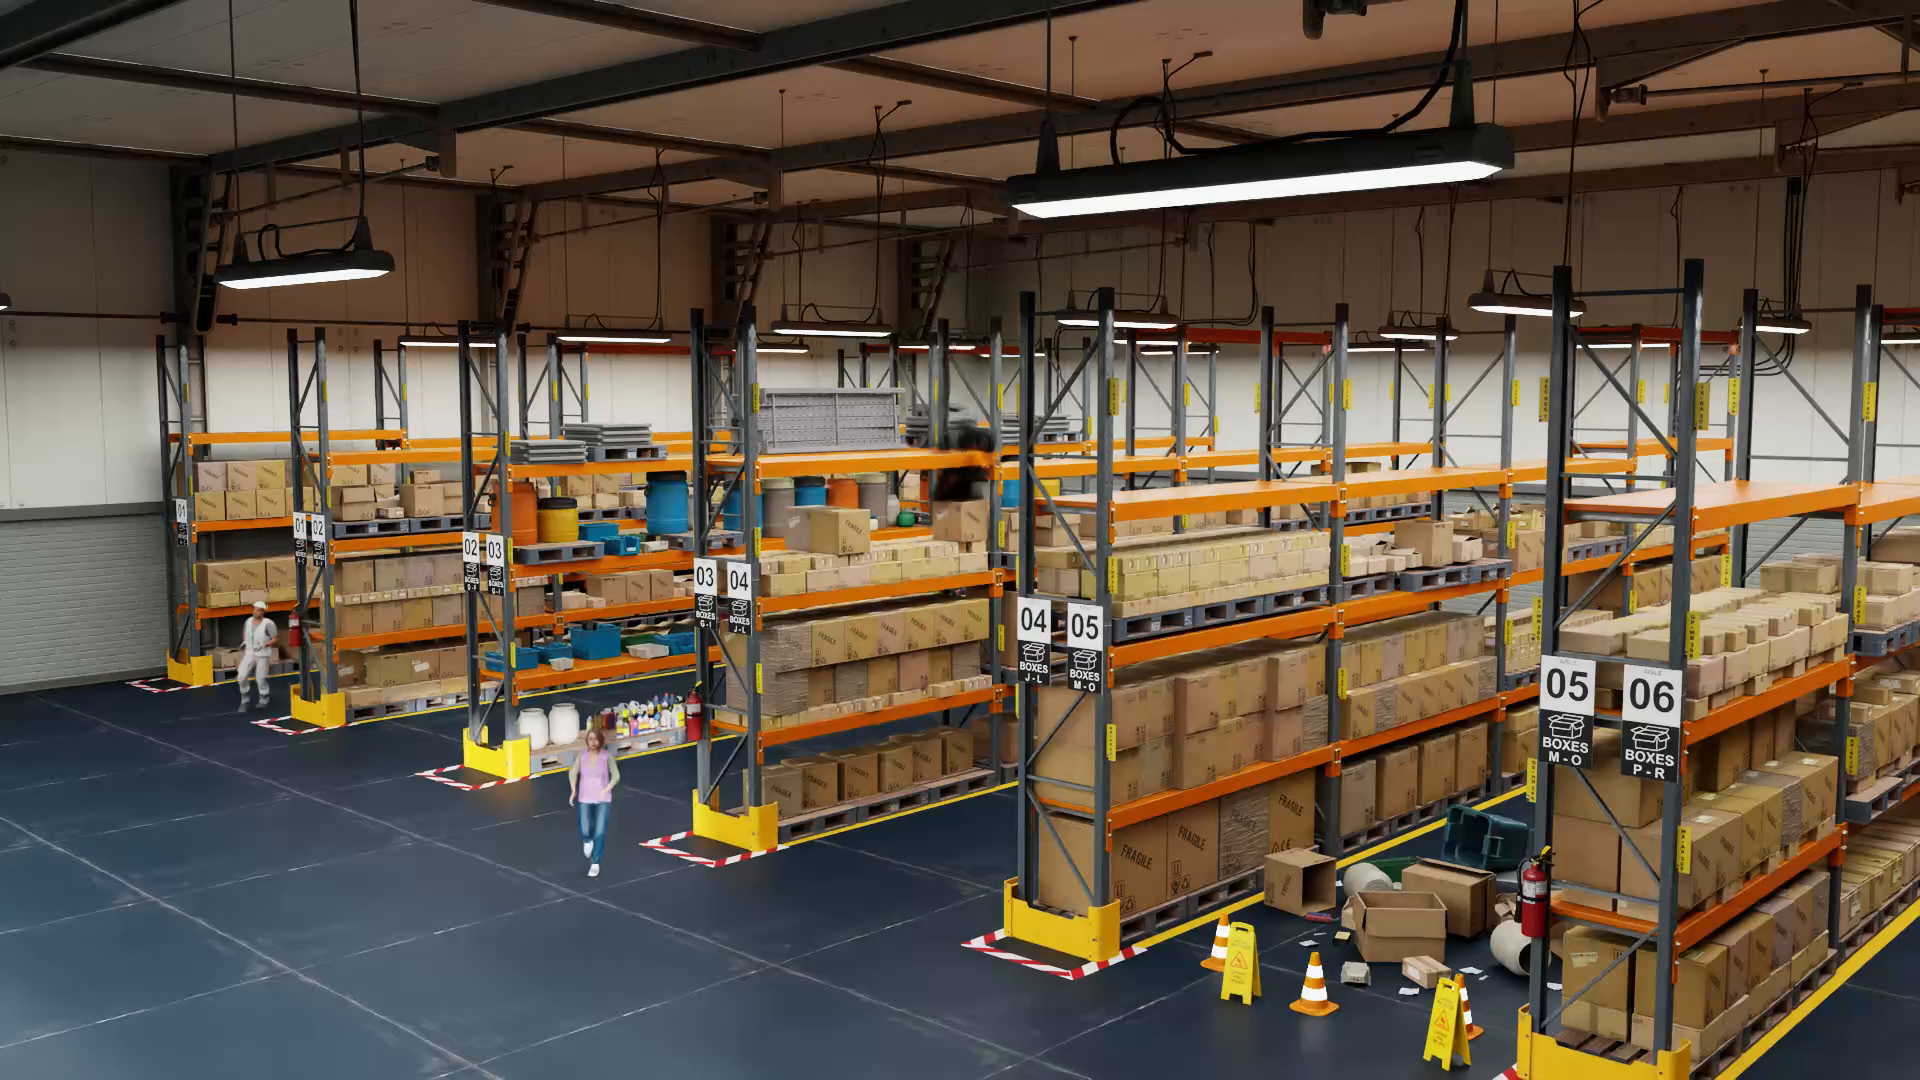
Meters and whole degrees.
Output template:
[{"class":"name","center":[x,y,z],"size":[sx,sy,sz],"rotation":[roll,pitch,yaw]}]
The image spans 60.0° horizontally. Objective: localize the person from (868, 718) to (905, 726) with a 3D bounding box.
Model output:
[{"class":"person","center":[-1.038,1.795,23.781],"size":[0.610,1.723,0.775],"rotation":[5,7,43]}]

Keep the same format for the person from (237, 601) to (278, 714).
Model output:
[{"class":"person","center":[-11.038,1.843,26.155],"size":[0.651,1.789,0.724],"rotation":[0,5,4]}]

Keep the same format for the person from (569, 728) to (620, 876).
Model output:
[{"class":"person","center":[-3.859,2.757,17.539],"size":[0.545,1.556,0.545],"rotation":[-1,5,-6]}]
